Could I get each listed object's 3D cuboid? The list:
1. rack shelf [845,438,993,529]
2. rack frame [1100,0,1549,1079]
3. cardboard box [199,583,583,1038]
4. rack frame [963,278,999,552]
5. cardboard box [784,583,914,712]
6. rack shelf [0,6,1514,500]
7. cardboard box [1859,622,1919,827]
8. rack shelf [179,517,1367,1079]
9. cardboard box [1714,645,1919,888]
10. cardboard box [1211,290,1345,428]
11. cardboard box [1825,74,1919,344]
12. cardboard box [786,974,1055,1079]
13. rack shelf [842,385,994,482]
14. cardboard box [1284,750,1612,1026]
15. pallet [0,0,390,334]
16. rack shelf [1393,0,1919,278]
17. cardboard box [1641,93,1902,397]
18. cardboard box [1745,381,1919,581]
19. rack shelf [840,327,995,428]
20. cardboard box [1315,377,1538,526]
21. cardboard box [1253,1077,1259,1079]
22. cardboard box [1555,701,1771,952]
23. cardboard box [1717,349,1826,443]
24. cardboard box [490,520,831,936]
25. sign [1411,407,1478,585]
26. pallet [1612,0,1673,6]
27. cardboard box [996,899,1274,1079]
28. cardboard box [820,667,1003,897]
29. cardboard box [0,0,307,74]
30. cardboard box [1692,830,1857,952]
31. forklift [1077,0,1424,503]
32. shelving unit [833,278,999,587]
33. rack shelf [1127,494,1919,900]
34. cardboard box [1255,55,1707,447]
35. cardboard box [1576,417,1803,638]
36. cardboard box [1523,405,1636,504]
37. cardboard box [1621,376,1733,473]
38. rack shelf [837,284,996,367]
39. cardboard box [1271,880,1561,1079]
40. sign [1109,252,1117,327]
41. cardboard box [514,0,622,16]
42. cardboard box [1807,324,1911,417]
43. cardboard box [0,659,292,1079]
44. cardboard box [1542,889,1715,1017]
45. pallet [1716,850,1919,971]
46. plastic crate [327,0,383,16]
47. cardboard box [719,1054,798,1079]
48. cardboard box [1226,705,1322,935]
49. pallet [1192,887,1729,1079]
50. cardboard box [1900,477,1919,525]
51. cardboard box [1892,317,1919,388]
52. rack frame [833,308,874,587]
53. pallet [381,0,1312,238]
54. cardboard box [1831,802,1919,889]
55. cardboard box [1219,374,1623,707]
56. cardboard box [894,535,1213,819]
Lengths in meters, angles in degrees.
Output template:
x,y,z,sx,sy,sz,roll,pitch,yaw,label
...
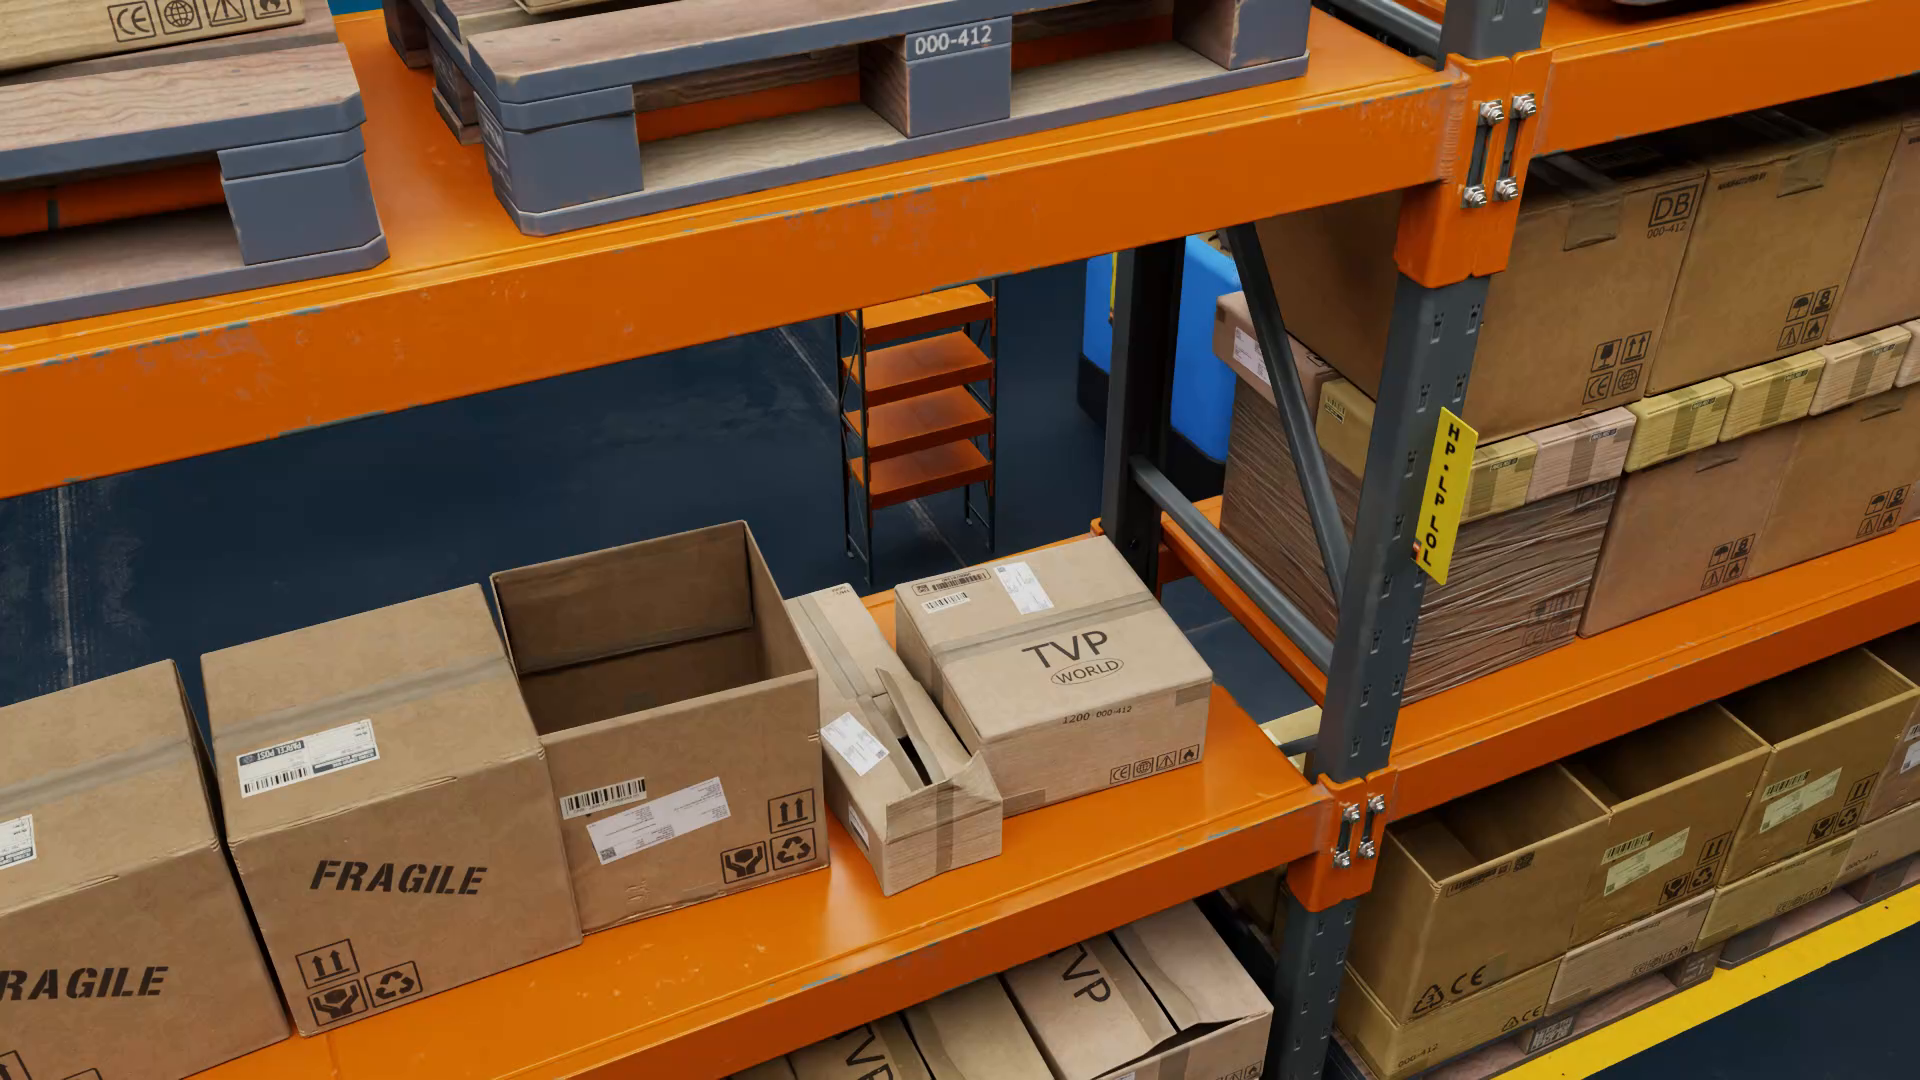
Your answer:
x,y,z,sx,sy,sz,roll,pitch,yaw,label
-0.150,-0.226,5.994,0.480,0.148,0.258,-16,39,-20,rack shelf
0.609,0.068,3.640,0.127,3.000,1.000,-16,39,-20,rack frame
-1.023,0.474,3.009,0.500,0.500,0.500,-16,39,-20,cardboard box
0.071,-0.502,5.919,0.015,1.200,0.240,-16,39,-20,rack frame
-0.280,0.283,3.561,0.250,0.149,0.380,-16,39,-20,cardboard box
-1.201,-0.341,2.278,4.000,0.370,1.077,-16,39,-20,rack shelf
2.519,0.373,4.555,0.500,0.500,0.500,-16,39,-20,cardboard box
-1.201,0.863,3.172,4.000,0.370,1.077,-16,39,-20,rack shelf
2.067,0.501,4.383,0.500,0.500,0.500,-16,39,-20,cardboard box
0.764,-0.417,3.666,0.250,0.149,0.380,-16,39,-20,cardboard box
1.919,-0.864,3.724,0.500,0.500,0.700,-16,39,-20,cardboard box
-0.104,1.171,3.638,0.500,0.311,0.500,-15,39,-19,cardboard box
-0.150,-0.386,5.876,0.480,0.148,0.258,-16,39,-20,rack shelf
1.162,0.754,4.041,0.500,0.500,0.500,-16,39,-20,cardboard box
-1.424,-0.553,2.118,1.213,0.211,1.003,-14,39,-18,pallet
2.420,-1.354,3.643,4.000,0.370,1.077,-16,39,-20,rack shelf
1.465,-0.737,3.553,0.500,0.500,0.700,-16,39,-20,cardboard box
1.939,-0.349,4.119,0.500,0.500,0.700,-15,39,-19,cardboard box
-0.150,-0.566,5.743,0.480,0.148,0.258,-16,39,-20,rack shelf
0.935,-0.196,3.368,0.250,0.149,0.380,-16,39,-20,cardboard box
0.357,1.265,3.982,0.500,0.250,0.500,-16,39,-20,cardboard box
1.611,0.623,4.218,0.500,0.500,0.500,-16,39,-20,cardboard box
1.632,-0.393,3.633,0.250,0.149,0.380,-16,39,-20,cardboard box
-0.570,0.347,3.180,0.500,0.500,0.500,-13,38,-17,cardboard box
0.849,-0.075,2.927,0.005,0.325,0.100,-16,39,-20,sign
1.370,-1.331,3.083,1.213,0.211,1.003,-16,39,-20,pallet
0.364,1.036,3.820,0.500,0.311,0.500,-16,39,-20,cardboard box
-0.109,0.444,3.246,0.258,0.266,0.396,-17,40,-21,cardboard box
-1.148,-0.794,2.058,0.500,0.250,0.500,-19,41,-24,cardboard box
2.067,0.803,4.606,0.500,0.250,0.500,-16,39,-20,cardboard box
2.021,-1.895,6.345,3.031,2.935,1.130,-19,40,-23,forklift
-0.150,-0.440,5.836,0.503,1.200,0.258,-16,39,-20,shelving unit
2.420,-0.149,4.537,4.000,0.370,1.077,-16,39,-20,rack shelf
1.008,-0.609,3.380,0.500,0.500,0.700,-15,39,-20,cardboard box
1.483,-0.225,3.951,0.500,0.500,0.700,-16,39,-20,cardboard box
1.162,-0.260,3.454,0.250,0.149,0.380,-15,39,-19,cardboard box
1.395,-0.326,3.543,0.250,0.149,0.380,-17,40,-21,cardboard box
-0.150,-0.756,5.602,0.480,0.148,0.258,-16,39,-20,rack shelf
1.158,1.050,4.272,0.500,0.250,0.500,-16,39,-20,cardboard box
0.372,-0.610,3.762,0.005,0.325,0.100,-16,39,-20,sign
-0.449,-0.954,2.273,0.500,0.250,0.500,-20,41,-24,cardboard box
1.859,-0.455,3.717,0.250,0.149,0.380,-17,40,-21,cardboard box
-1.500,0.607,2.830,0.500,0.500,0.500,-18,40,-22,cardboard box
1.613,0.926,4.439,0.500,0.250,0.500,-16,39,-20,cardboard box
2.453,0.698,5.131,1.213,0.211,1.003,-16,39,-20,pallet
-2.358,-2.150,6.645,0.575,0.384,0.392,-16,39,-20,plastic crate
-0.557,1.296,3.470,0.500,0.311,0.500,-16,39,-20,cardboard box
0.936,0.769,4.651,0.500,0.250,0.500,-16,39,-20,cardboard box
1.347,1.010,4.712,1.213,0.211,1.003,-16,39,-20,pallet
2.402,-0.480,4.295,0.500,0.500,0.700,-14,39,-19,cardboard box
2.100,-0.524,3.811,0.250,0.149,0.380,-17,40,-21,cardboard box
-0.371,-0.378,5.753,0.015,1.200,0.240,-16,39,-20,rack frame
-0.184,-0.829,2.493,1.217,0.209,0.805,-17,40,-22,pallet
2.518,0.673,4.781,0.500,0.250,0.500,-16,39,-20,cardboard box
1.008,-0.088,3.766,0.500,0.500,0.700,-17,40,-21,cardboard box
0.182,0.277,3.485,0.500,0.250,0.500,-13,39,-17,cardboard box
